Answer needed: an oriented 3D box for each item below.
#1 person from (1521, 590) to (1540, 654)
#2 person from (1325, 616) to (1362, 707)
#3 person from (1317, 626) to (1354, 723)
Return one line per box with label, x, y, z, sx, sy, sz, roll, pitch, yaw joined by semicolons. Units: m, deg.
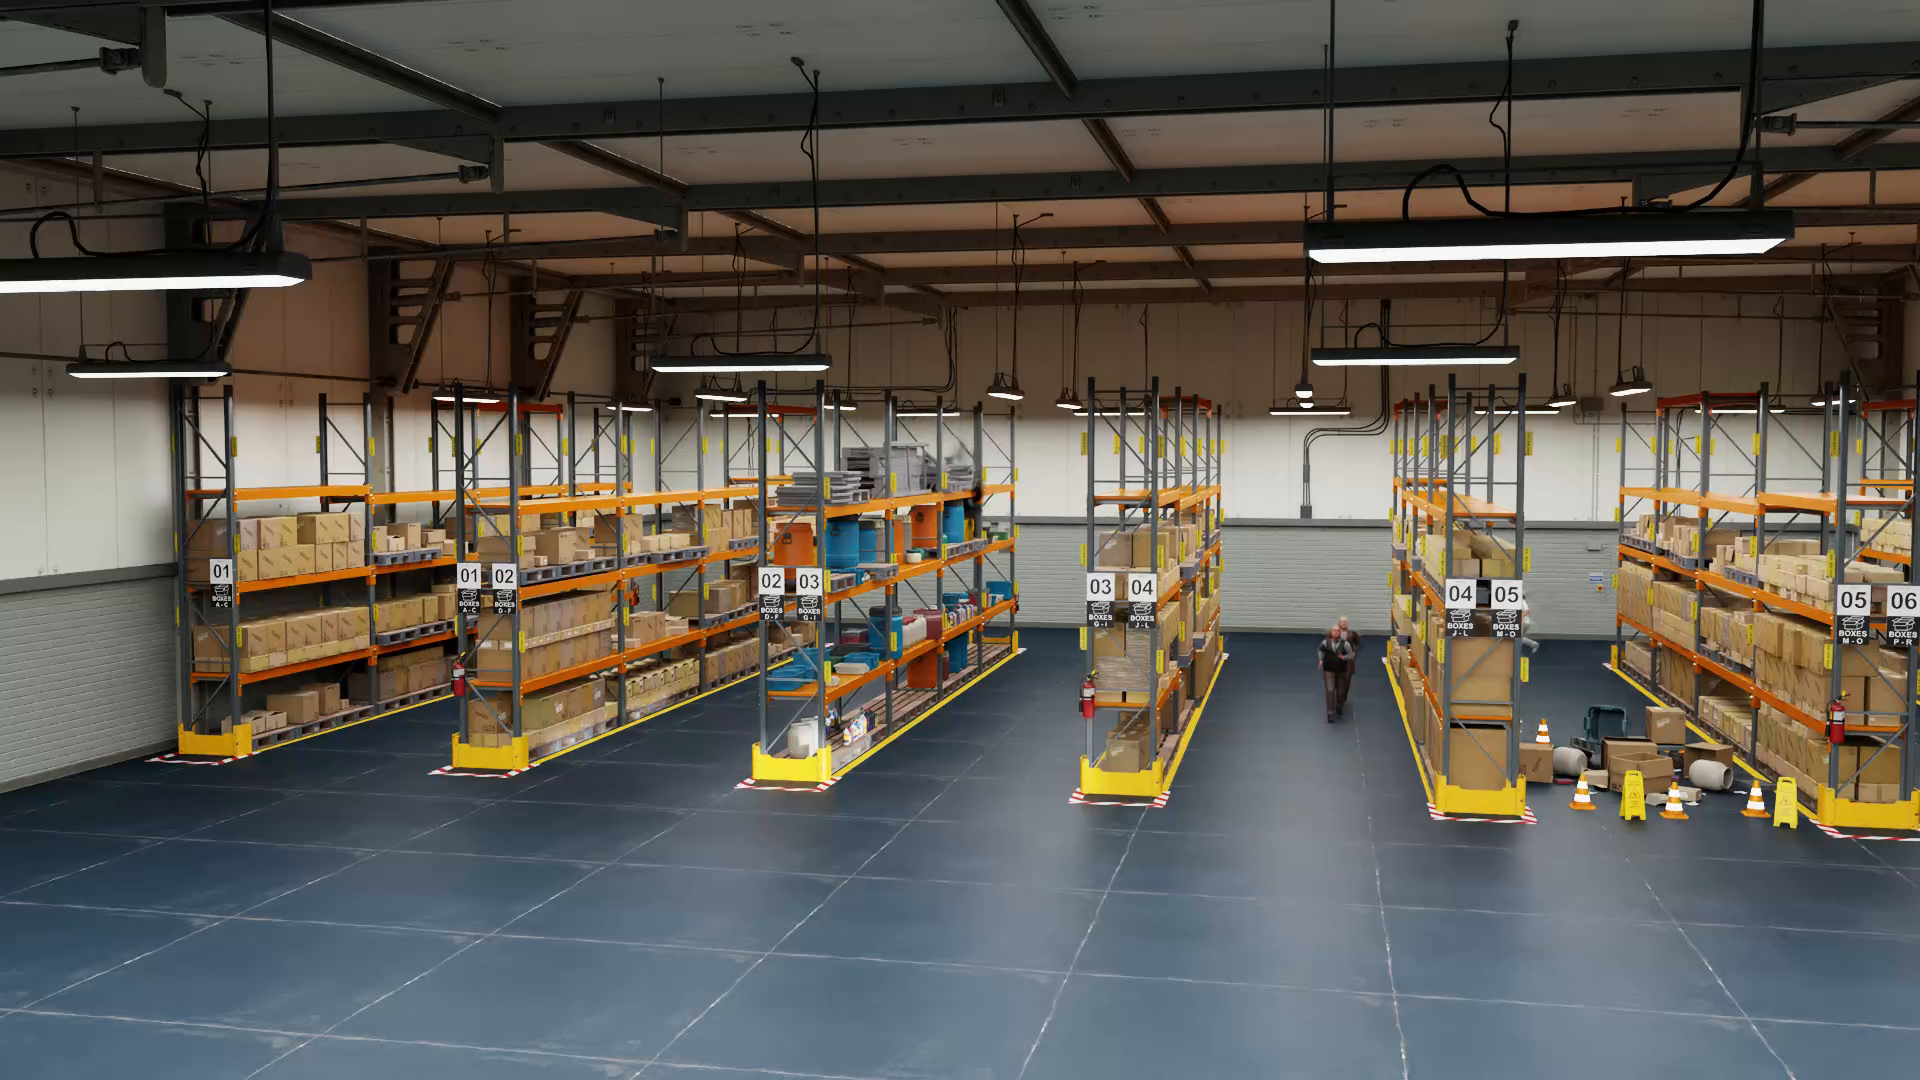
person;13.316;2.003;39.253;0.740;1.660;0.612;1;3;16
person;7.405;2.341;32.170;0.710;1.733;0.637;0;3;8
person;6.849;2.418;30.349;0.655;1.710;0.966;1;3;11
